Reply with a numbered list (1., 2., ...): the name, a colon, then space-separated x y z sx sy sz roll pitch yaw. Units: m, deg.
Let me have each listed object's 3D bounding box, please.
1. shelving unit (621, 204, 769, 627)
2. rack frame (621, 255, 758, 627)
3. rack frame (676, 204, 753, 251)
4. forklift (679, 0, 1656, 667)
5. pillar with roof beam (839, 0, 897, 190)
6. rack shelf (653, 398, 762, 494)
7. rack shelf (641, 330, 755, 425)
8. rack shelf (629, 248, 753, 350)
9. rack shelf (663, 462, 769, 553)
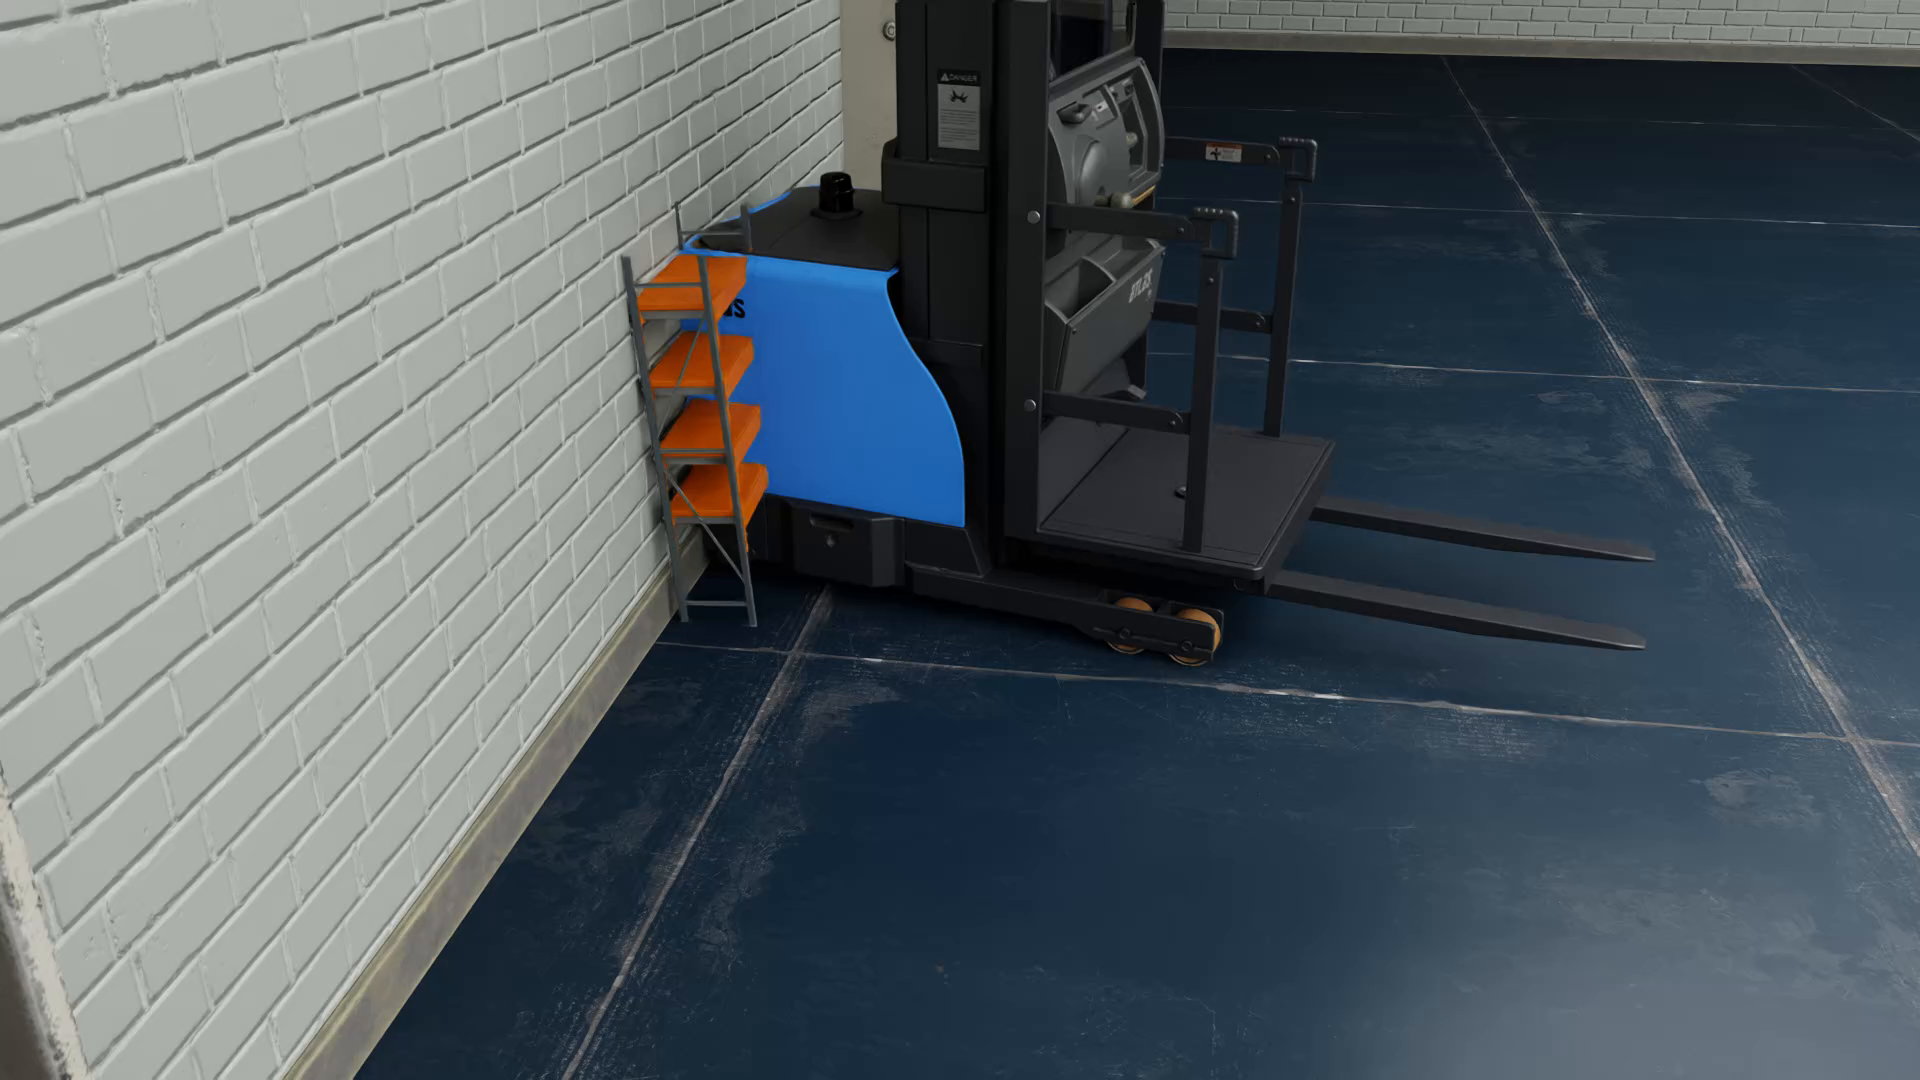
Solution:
1. shelving unit: -0.758 -0.374 5.134 0.258 1.200 0.503 0 28 8
2. rack frame: -0.790 -0.260 4.920 0.240 1.200 0.015 0 28 8
3. rack frame: -0.727 -0.487 5.348 0.240 1.200 0.015 0 28 8
4. forklift: 0.626 -1.208 4.873 3.031 2.935 1.130 10 27 21
5. pillar with roof beam: 3.920 -4.712 5.201 9.100 9.000 0.400 4 25 9
6. rack shelf: -0.754 -0.314 5.165 0.258 0.148 0.480 0 28 8
7. rack shelf: -0.769 -0.512 5.062 0.258 0.148 0.480 0 28 8
8. rack shelf: -0.784 -0.722 4.953 0.258 0.148 0.480 0 28 8
9. rack shelf: -0.741 -0.138 5.256 0.258 0.148 0.480 0 28 8
